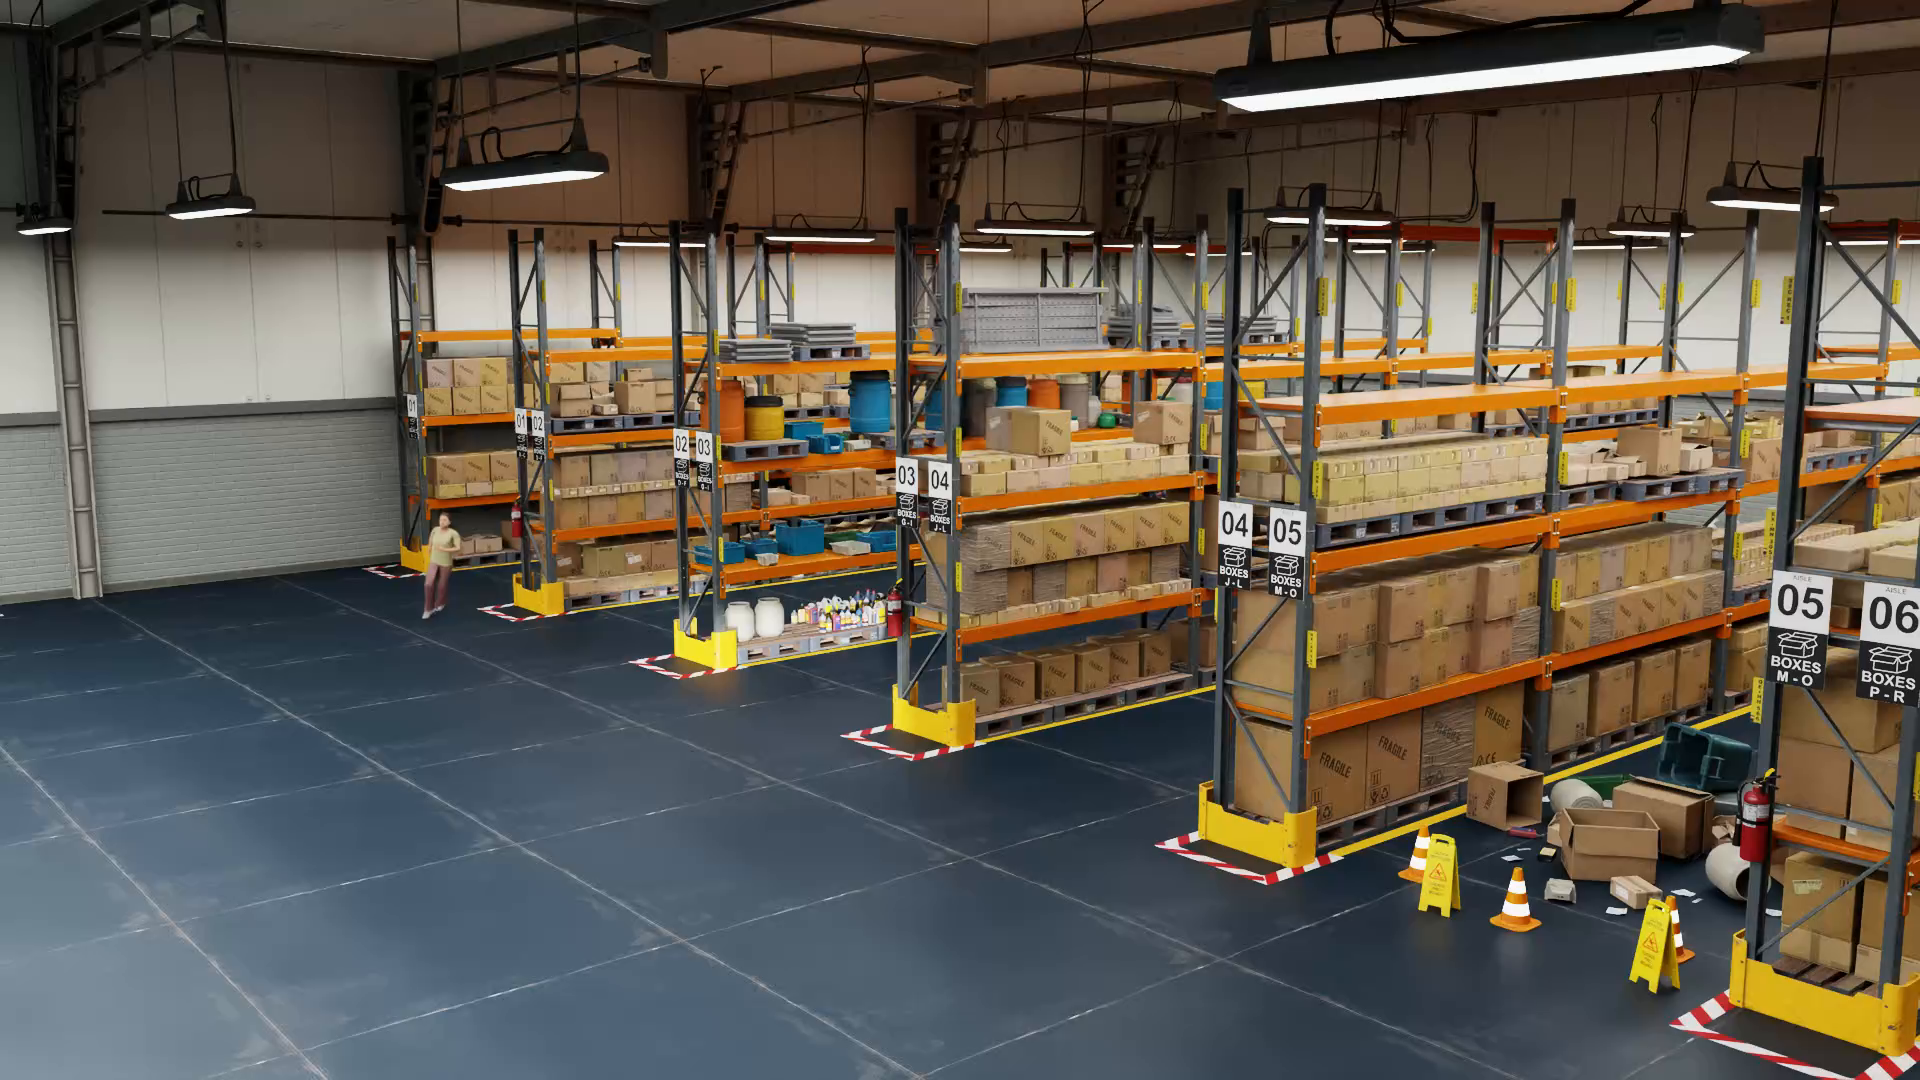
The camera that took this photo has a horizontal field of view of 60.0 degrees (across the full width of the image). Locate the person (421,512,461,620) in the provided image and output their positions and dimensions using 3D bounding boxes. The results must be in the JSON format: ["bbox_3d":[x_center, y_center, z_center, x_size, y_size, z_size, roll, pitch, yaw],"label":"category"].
[{"bbox_3d":[-8.051,0.395,25.960,0.634,1.713,0.672,0,9,1],"label":"person"}]

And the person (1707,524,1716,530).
[{"bbox_3d":[10.826,0.623,24.125,0.543,1.728,0.699,-6,11,-35],"label":"person"}]
